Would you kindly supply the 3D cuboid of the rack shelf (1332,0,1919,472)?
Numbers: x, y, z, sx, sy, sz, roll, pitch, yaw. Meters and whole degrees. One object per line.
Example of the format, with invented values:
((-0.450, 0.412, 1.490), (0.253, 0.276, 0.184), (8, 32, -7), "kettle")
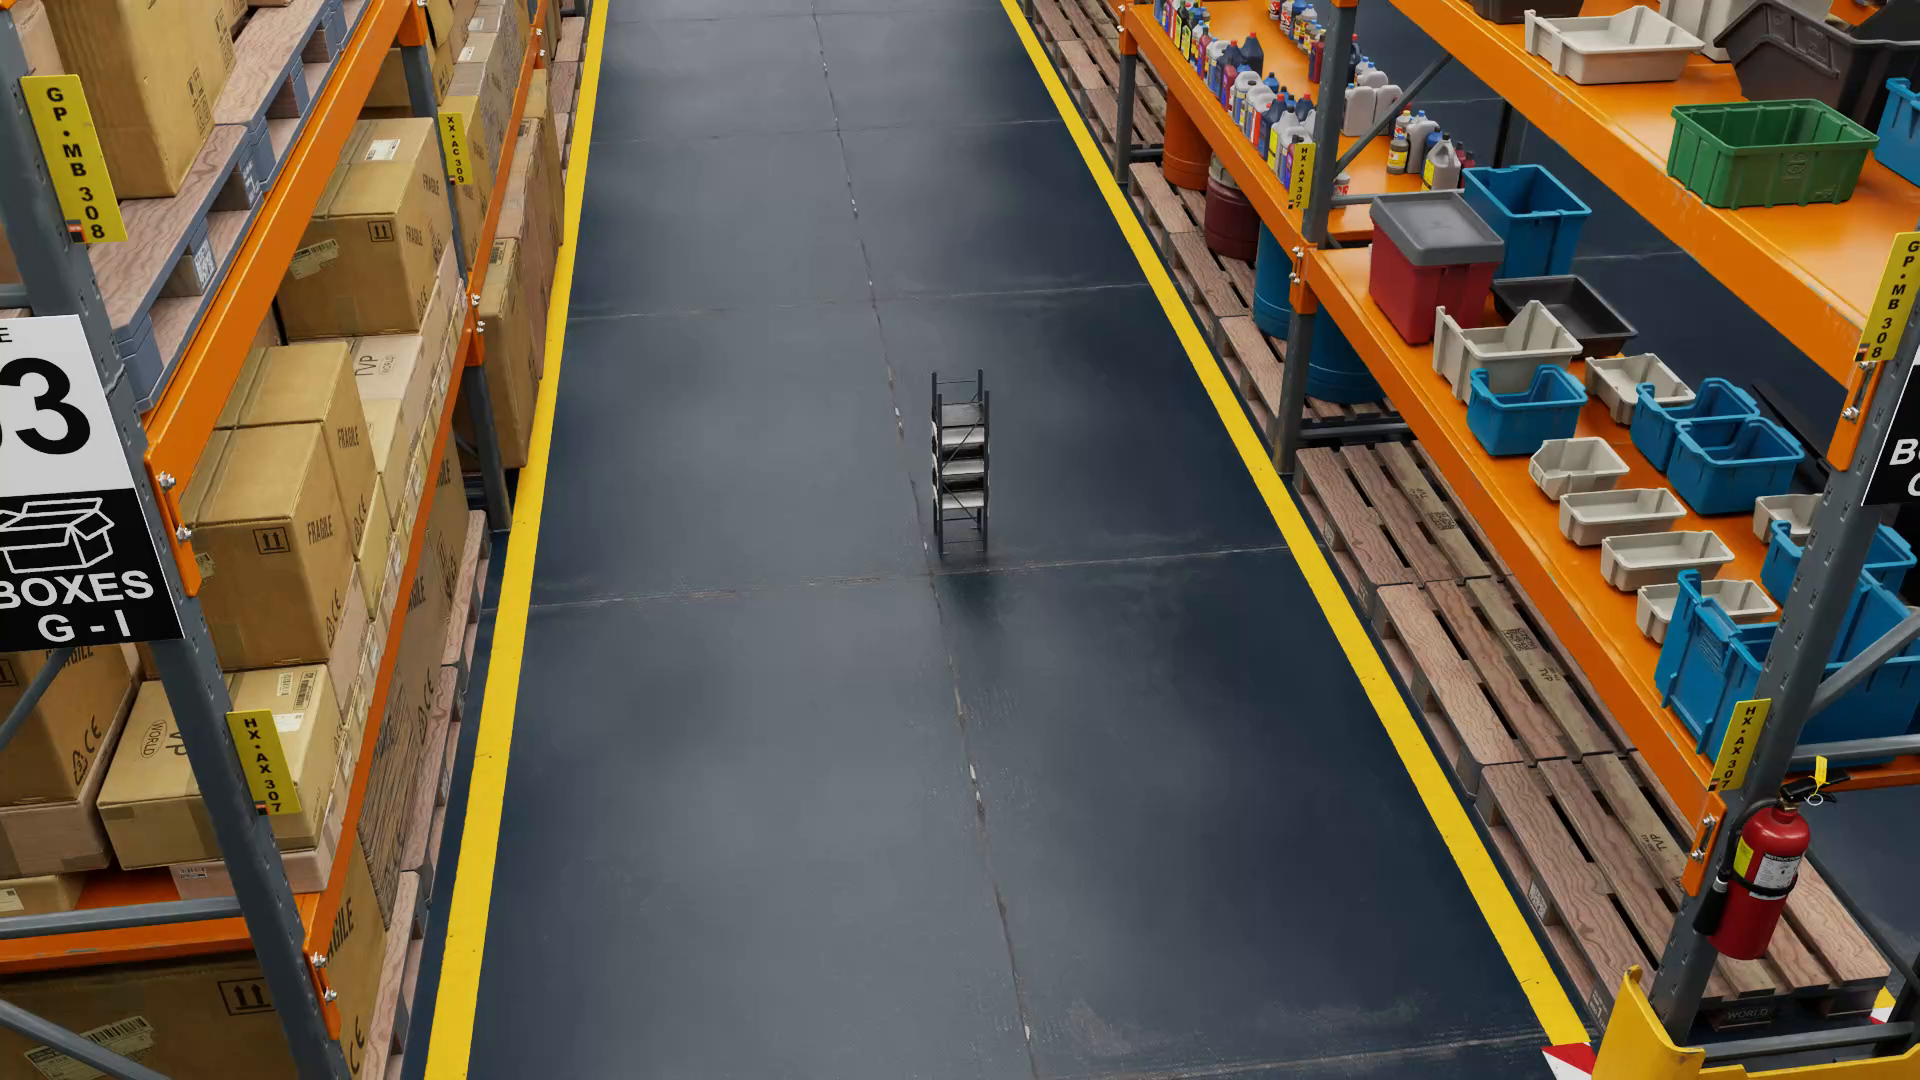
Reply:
((2.430, -1.471, 5.720), (1.077, 0.370, 4.000), (-4, 35, -6), "rack shelf")

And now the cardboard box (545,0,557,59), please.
((-3.716, -4.271, 13.683), (0.700, 0.500, 0.500), (-5, 35, -7), "cardboard box")

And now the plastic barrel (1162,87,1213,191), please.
((1.706, -2.882, 11.370), (0.600, 0.830, 0.708), (-4, 35, -6), "plastic barrel")

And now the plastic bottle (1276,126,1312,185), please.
((1.739, -1.993, 8.621), (0.152, 0.276, 0.135), (-4, 35, -6), "plastic bottle")

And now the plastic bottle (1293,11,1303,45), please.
((2.168, -3.244, 10.523), (0.097, 0.201, 0.097), (0, 34, 0), "plastic bottle")

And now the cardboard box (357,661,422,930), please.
((-2.497, 0.808, 5.915), (0.875, 0.875, 0.875), (-4, 35, -6), "cardboard box")

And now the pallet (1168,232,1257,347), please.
((1.931, -1.609, 10.423), (1.003, 0.211, 1.213), (-4, 35, -6), "pallet")

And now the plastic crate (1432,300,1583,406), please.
((2.184, -0.755, 6.746), (0.437, 0.282, 0.530), (-4, 35, -6), "plastic crate")

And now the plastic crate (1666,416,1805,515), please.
((2.815, -0.266, 6.072), (0.416, 0.233, 0.300), (-4, 35, -6), "plastic crate")

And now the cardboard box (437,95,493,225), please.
((-2.630, -1.867, 8.238), (0.500, 0.500, 0.500), (-4, 35, -6), "cardboard box")

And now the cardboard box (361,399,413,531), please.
((-2.222, -0.248, 5.819), (0.500, 0.250, 0.500), (-5, 35, -7), "cardboard box")

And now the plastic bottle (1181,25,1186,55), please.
((1.430, -3.130, 10.355), (0.097, 0.201, 0.097), (0, 34, 0), "plastic bottle")

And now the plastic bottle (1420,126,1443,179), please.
((2.470, -2.020, 8.666), (0.097, 0.271, 0.097), (0, 34, 0), "plastic bottle")

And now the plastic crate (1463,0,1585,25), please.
((2.056, -2.117, 6.145), (0.497, 0.269, 0.590), (-4, 35, -6), "plastic crate")

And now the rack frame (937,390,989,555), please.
((0.015, -0.311, 7.907), (0.240, 0.900, 0.006), (-4, 35, -6), "rack frame")

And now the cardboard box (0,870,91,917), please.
((-2.583, 0.892, 4.500), (0.380, 0.149, 0.250), (-4, 34, -5), "cardboard box")

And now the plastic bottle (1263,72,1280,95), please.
((1.743, -2.497, 9.365), (0.097, 0.271, 0.097), (0, 34, 0), "plastic bottle")

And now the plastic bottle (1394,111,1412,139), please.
((2.413, -2.230, 9.035), (0.097, 0.201, 0.097), (0, 34, 0), "plastic bottle")

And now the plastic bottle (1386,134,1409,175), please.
((2.306, -2.034, 8.748), (0.097, 0.201, 0.097), (0, 34, 0), "plastic bottle")

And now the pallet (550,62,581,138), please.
((-3.549, -3.465, 13.147), (1.003, 0.211, 1.213), (-4, 35, -6), "pallet")

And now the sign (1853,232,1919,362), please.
((2.156, -0.558, 3.835), (0.100, 0.325, 0.005), (-4, 35, -6), "sign")

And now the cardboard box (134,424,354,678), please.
((-2.073, 0.024, 4.754), (0.500, 0.500, 0.500), (-5, 35, -8), "cardboard box")

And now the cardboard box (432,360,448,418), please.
((-2.277, -0.590, 6.676), (0.380, 0.149, 0.250), (-4, 34, -5), "cardboard box")

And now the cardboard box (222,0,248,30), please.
((-2.585, -1.731, 4.912), (0.700, 0.500, 0.500), (-3, 34, -4), "cardboard box")

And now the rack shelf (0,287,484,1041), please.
((-2.478, 0.143, 6.015), (1.077, 0.370, 4.000), (-4, 35, -6), "rack shelf")

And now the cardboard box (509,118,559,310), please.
((-3.100, -1.913, 9.907), (1.225, 0.875, 0.875), (-4, 35, -6), "cardboard box")

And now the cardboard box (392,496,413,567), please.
((-2.138, -0.015, 5.832), (0.380, 0.149, 0.250), (-5, 35, -8), "cardboard box")

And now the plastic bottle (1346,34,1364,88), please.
((2.277, -2.756, 9.674), (0.144, 0.351, 0.185), (-4, 35, -6), "plastic bottle")

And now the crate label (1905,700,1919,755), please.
((2.992, 0.469, 4.994), (0.416, 0.233, 0.303), (-4, 35, -6), "crate label")

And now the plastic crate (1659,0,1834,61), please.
((2.707, -1.864, 5.763), (0.437, 0.282, 0.530), (-4, 35, -6), "plastic crate")

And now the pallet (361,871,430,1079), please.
((-2.394, 1.674, 5.606), (1.003, 0.211, 1.213), (-4, 35, -6), "pallet")

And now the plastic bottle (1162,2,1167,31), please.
((1.363, -3.408, 10.764), (0.097, 0.201, 0.097), (0, 34, 0), "plastic bottle")

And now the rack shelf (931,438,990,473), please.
((0.001, -0.414, 7.958), (0.258, 0.077, 0.200), (-4, 35, -6), "rack shelf")

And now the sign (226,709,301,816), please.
((-1.658, 0.533, 3.965), (0.100, 0.325, 0.005), (-4, 35, -6), "sign")

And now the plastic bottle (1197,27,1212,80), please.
((1.471, -2.915, 9.967), (0.061, 0.283, 0.133), (-4, 35, -6), "plastic bottle")

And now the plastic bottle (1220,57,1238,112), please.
((1.545, -2.608, 9.516), (0.061, 0.283, 0.133), (-4, 35, -6), "plastic bottle")

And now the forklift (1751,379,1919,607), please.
((4.798, -1.073, 7.222), (1.130, 2.935, 3.031), (-2, 34, -4), "forklift")

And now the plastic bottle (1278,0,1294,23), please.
((2.131, -3.507, 10.836), (0.061, 0.283, 0.133), (-4, 35, -6), "plastic bottle")

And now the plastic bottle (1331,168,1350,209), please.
((1.909, -1.778, 8.372), (0.097, 0.201, 0.097), (0, 34, 0), "plastic bottle")

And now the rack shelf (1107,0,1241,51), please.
((1.354, -4.696, 13.116), (1.077, 0.370, 4.000), (-4, 35, -6), "rack shelf")

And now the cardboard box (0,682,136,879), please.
((-2.537, 0.651, 4.500), (0.500, 0.250, 0.500), (-5, 35, -7), "cardboard box")

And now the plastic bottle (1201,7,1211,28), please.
((1.544, -3.291, 10.592), (0.097, 0.201, 0.097), (0, 34, 0), "plastic bottle")

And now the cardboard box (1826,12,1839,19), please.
((6.674, -4.126, 13.212), (0.500, 0.311, 0.500), (-5, 35, -8), "cardboard box")

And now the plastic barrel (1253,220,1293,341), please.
((2.010, -1.651, 9.500), (0.600, 0.901, 0.708), (-4, 35, -6), "plastic barrel")

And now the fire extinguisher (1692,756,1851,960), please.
((2.269, 0.892, 4.678), (0.296, 0.674, 0.183), (-4, 35, -6), "fire extinguisher")

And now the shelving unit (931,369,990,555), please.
((0.001, -0.367, 7.990), (0.258, 0.900, 0.210), (-4, 35, -6), "shelving unit")

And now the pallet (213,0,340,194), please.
((-2.486, -1.336, 4.962), (1.003, 0.211, 1.213), (-4, 35, -6), "pallet")

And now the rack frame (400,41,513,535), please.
((-2.747, -1.270, 7.450), (1.000, 3.000, 0.127), (-4, 35, -6), "rack frame")

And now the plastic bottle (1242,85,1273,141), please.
((1.653, -2.350, 9.144), (0.152, 0.276, 0.135), (-4, 35, -6), "plastic bottle")

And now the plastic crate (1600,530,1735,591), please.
((2.385, 0.067, 5.669), (0.396, 0.136, 0.243), (-4, 35, -6), "plastic crate")

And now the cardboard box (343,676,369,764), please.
((-2.000, 0.557, 4.992), (0.380, 0.149, 0.250), (-5, 35, -8), "cardboard box")

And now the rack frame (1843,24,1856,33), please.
((6.532, -4.250, 11.823), (1.000, 3.000, 0.127), (-4, 35, -6), "rack frame")

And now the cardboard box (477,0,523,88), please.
((-2.912, -3.008, 9.912), (0.500, 0.500, 0.500), (-5, 35, -7), "cardboard box")

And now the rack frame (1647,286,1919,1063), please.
((2.699, 0.587, 4.725), (1.000, 3.000, 0.127), (-4, 35, -6), "rack frame")

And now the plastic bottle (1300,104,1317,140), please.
((1.856, -2.124, 8.746), (0.144, 0.351, 0.185), (-4, 35, -6), "plastic bottle")

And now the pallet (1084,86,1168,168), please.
((1.557, -3.160, 12.700), (1.003, 0.211, 1.213), (-4, 35, -6), "pallet")

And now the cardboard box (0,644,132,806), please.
((-2.535, 0.339, 4.291), (0.500, 0.500, 0.500), (-4, 34, -6), "cardboard box")

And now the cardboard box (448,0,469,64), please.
((-3.021, -2.811, 8.732), (0.797, 0.503, 0.637), (-3, 34, -5), "cardboard box")
